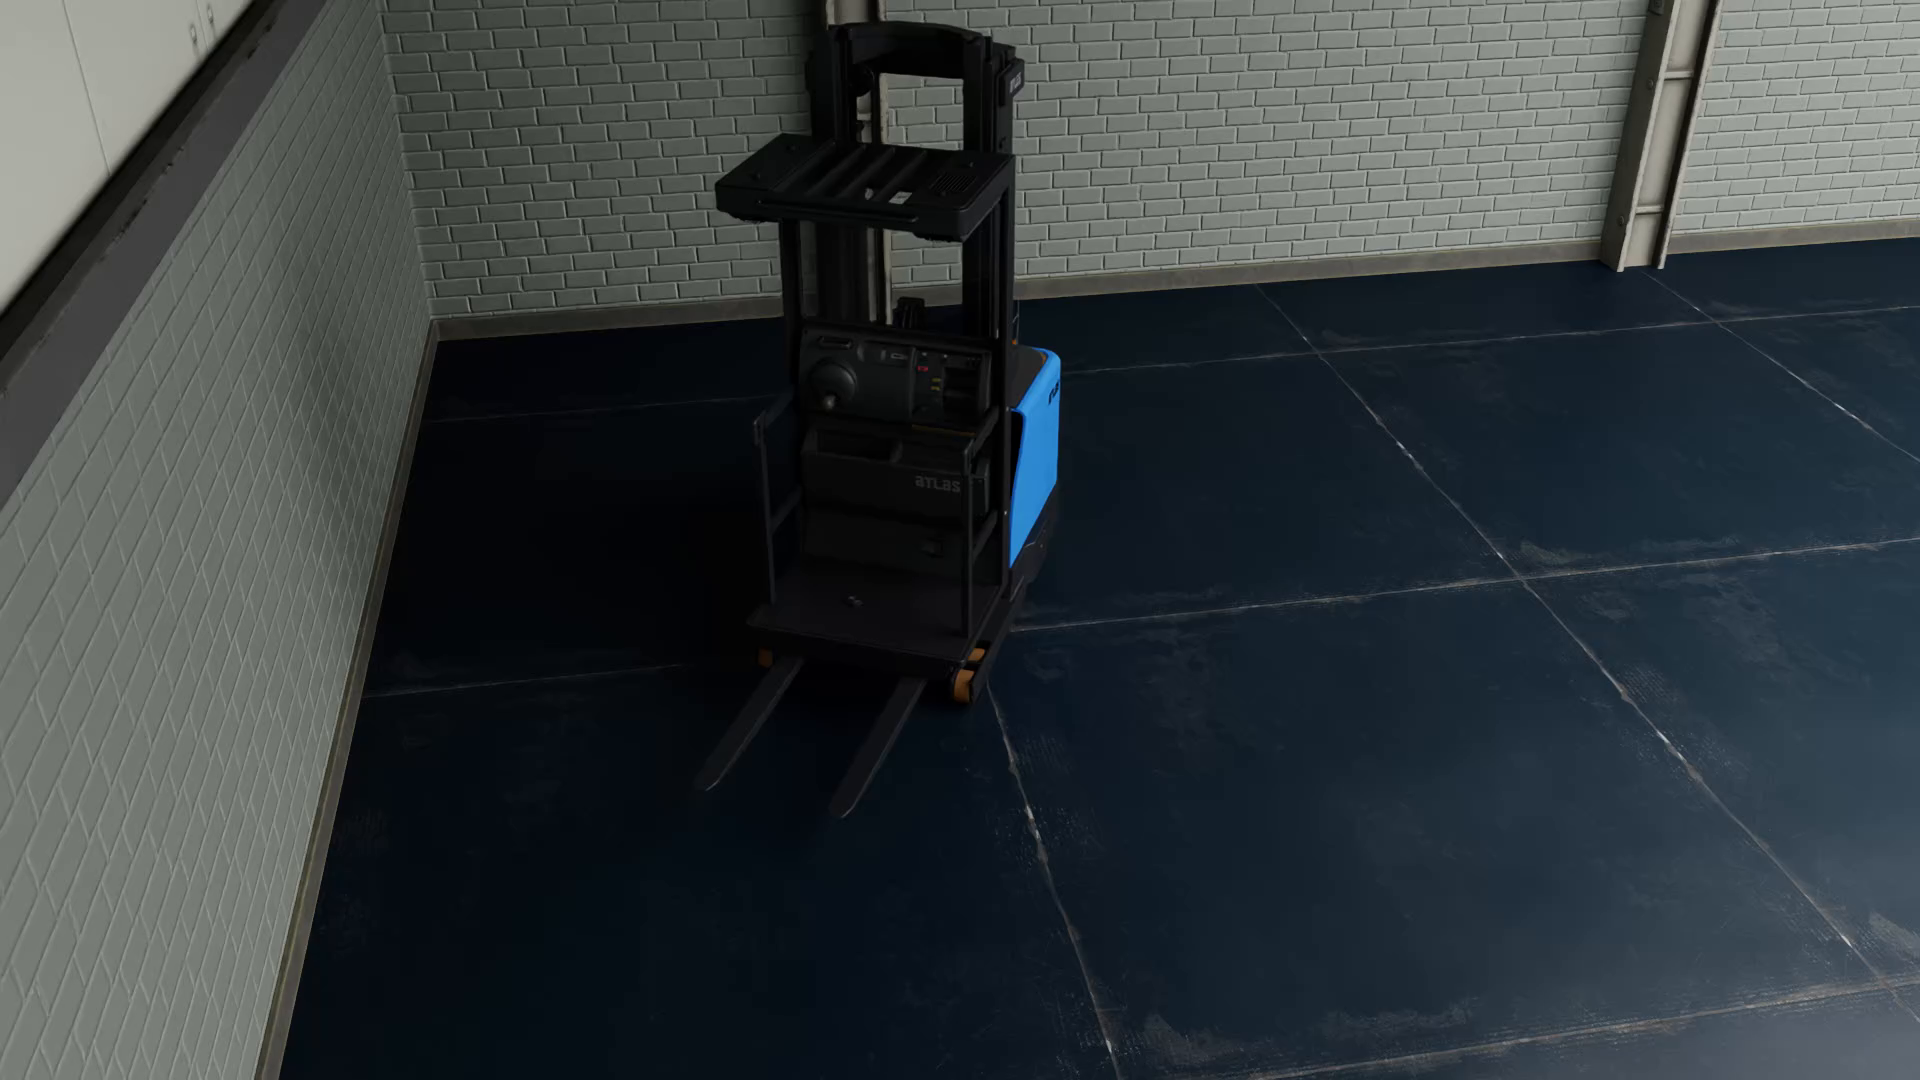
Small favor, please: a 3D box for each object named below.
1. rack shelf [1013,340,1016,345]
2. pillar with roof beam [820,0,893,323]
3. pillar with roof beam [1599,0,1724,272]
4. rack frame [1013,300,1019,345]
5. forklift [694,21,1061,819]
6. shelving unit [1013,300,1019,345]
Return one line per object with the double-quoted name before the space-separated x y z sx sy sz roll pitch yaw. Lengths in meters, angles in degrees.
"rack shelf" 0.200 -1.028 9.192 0.180 0.103 0.258 9 31 15
"pillar with roof beam" 0.075 -3.336 6.045 0.400 9.000 9.100 -5 31 -9
"pillar with roof beam" 5.976 -3.883 6.976 0.400 9.000 9.100 -5 31 -9
"rack frame" 0.287 -0.742 9.328 0.006 1.200 0.240 9 31 15
"forklift" -0.366 -0.708 7.562 1.130 2.935 3.031 9 32 15
"shelving unit" 0.199 -0.756 9.351 0.189 1.200 0.258 9 31 15
